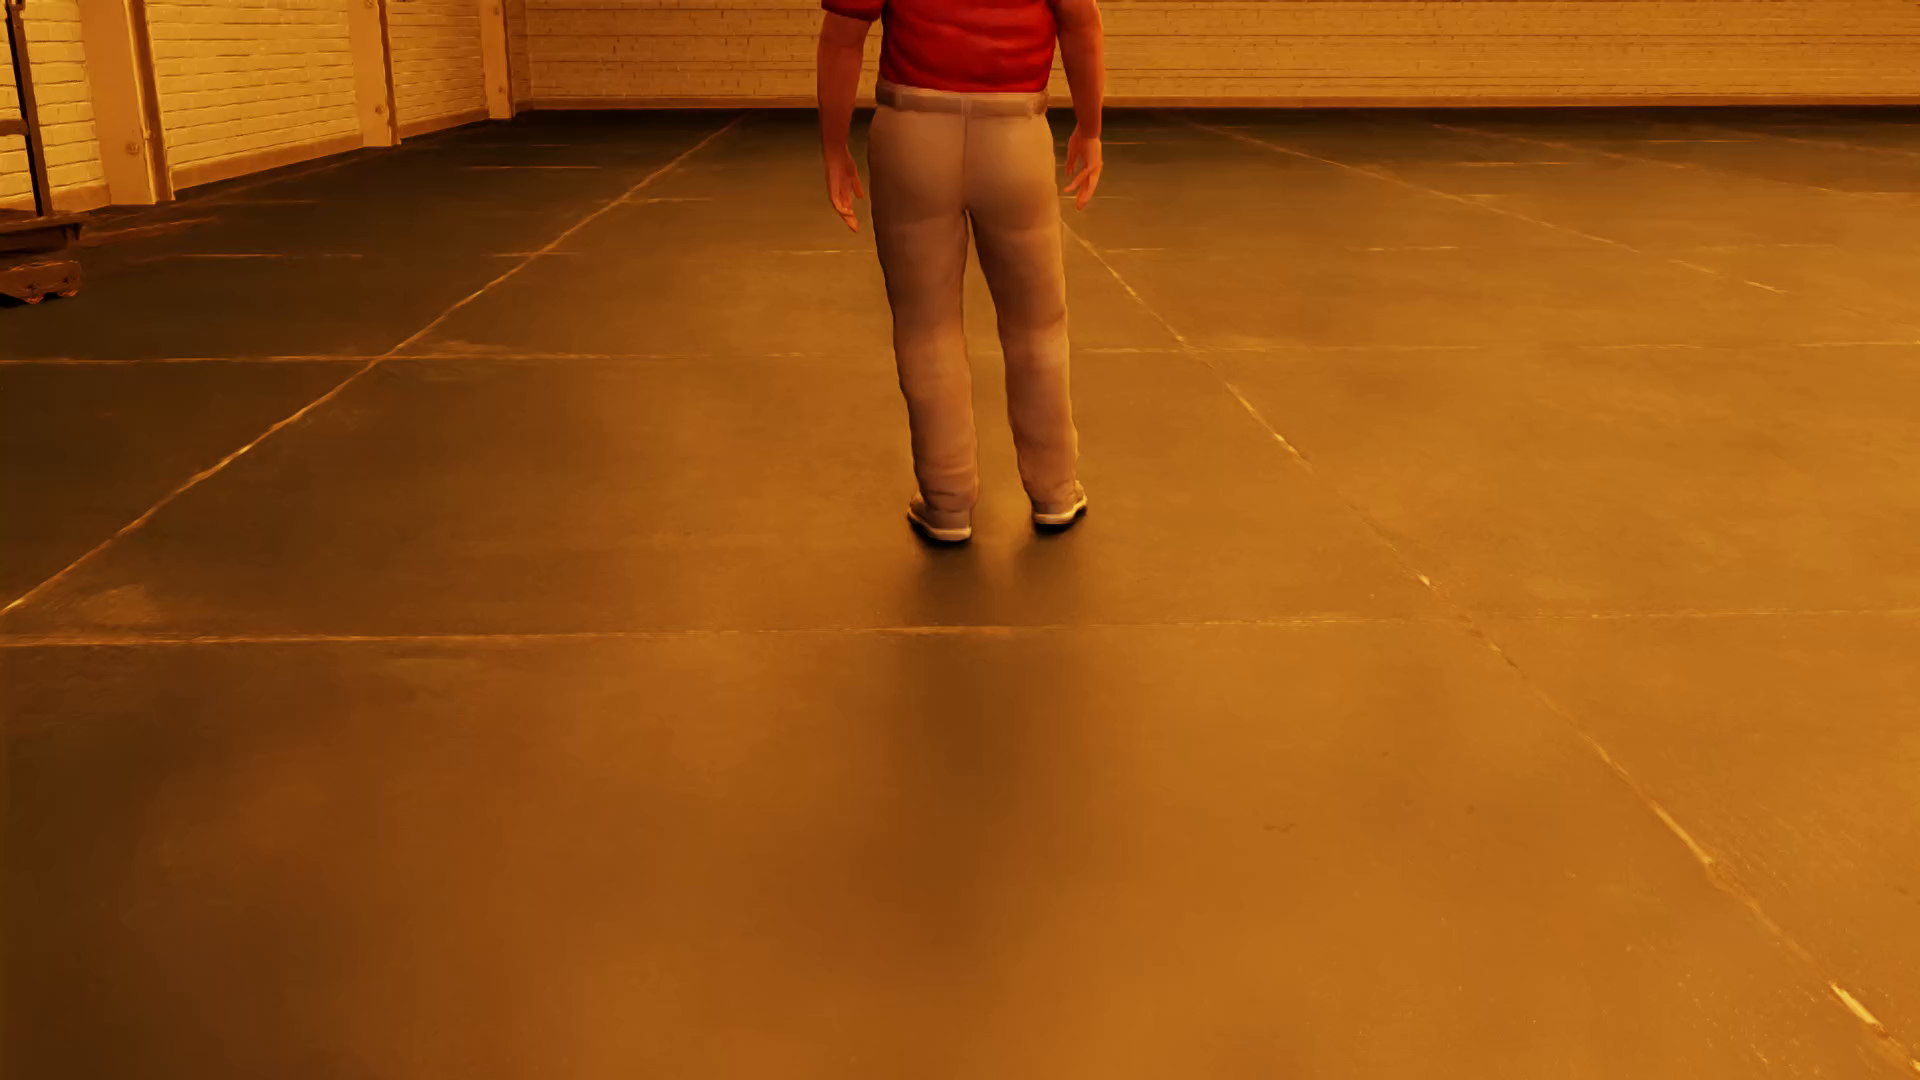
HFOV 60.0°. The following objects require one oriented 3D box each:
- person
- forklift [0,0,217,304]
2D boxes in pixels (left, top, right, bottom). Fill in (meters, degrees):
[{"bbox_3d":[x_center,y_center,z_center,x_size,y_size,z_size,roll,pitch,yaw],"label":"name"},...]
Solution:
[{"bbox_3d":[0.007,-0.860,3.749,0.640,1.726,0.550,-1,17,-3],"label":"person"},{"bbox_3d":[-4.610,-2.463,6.958,1.130,2.935,3.031,5,18,16],"label":"forklift"}]
